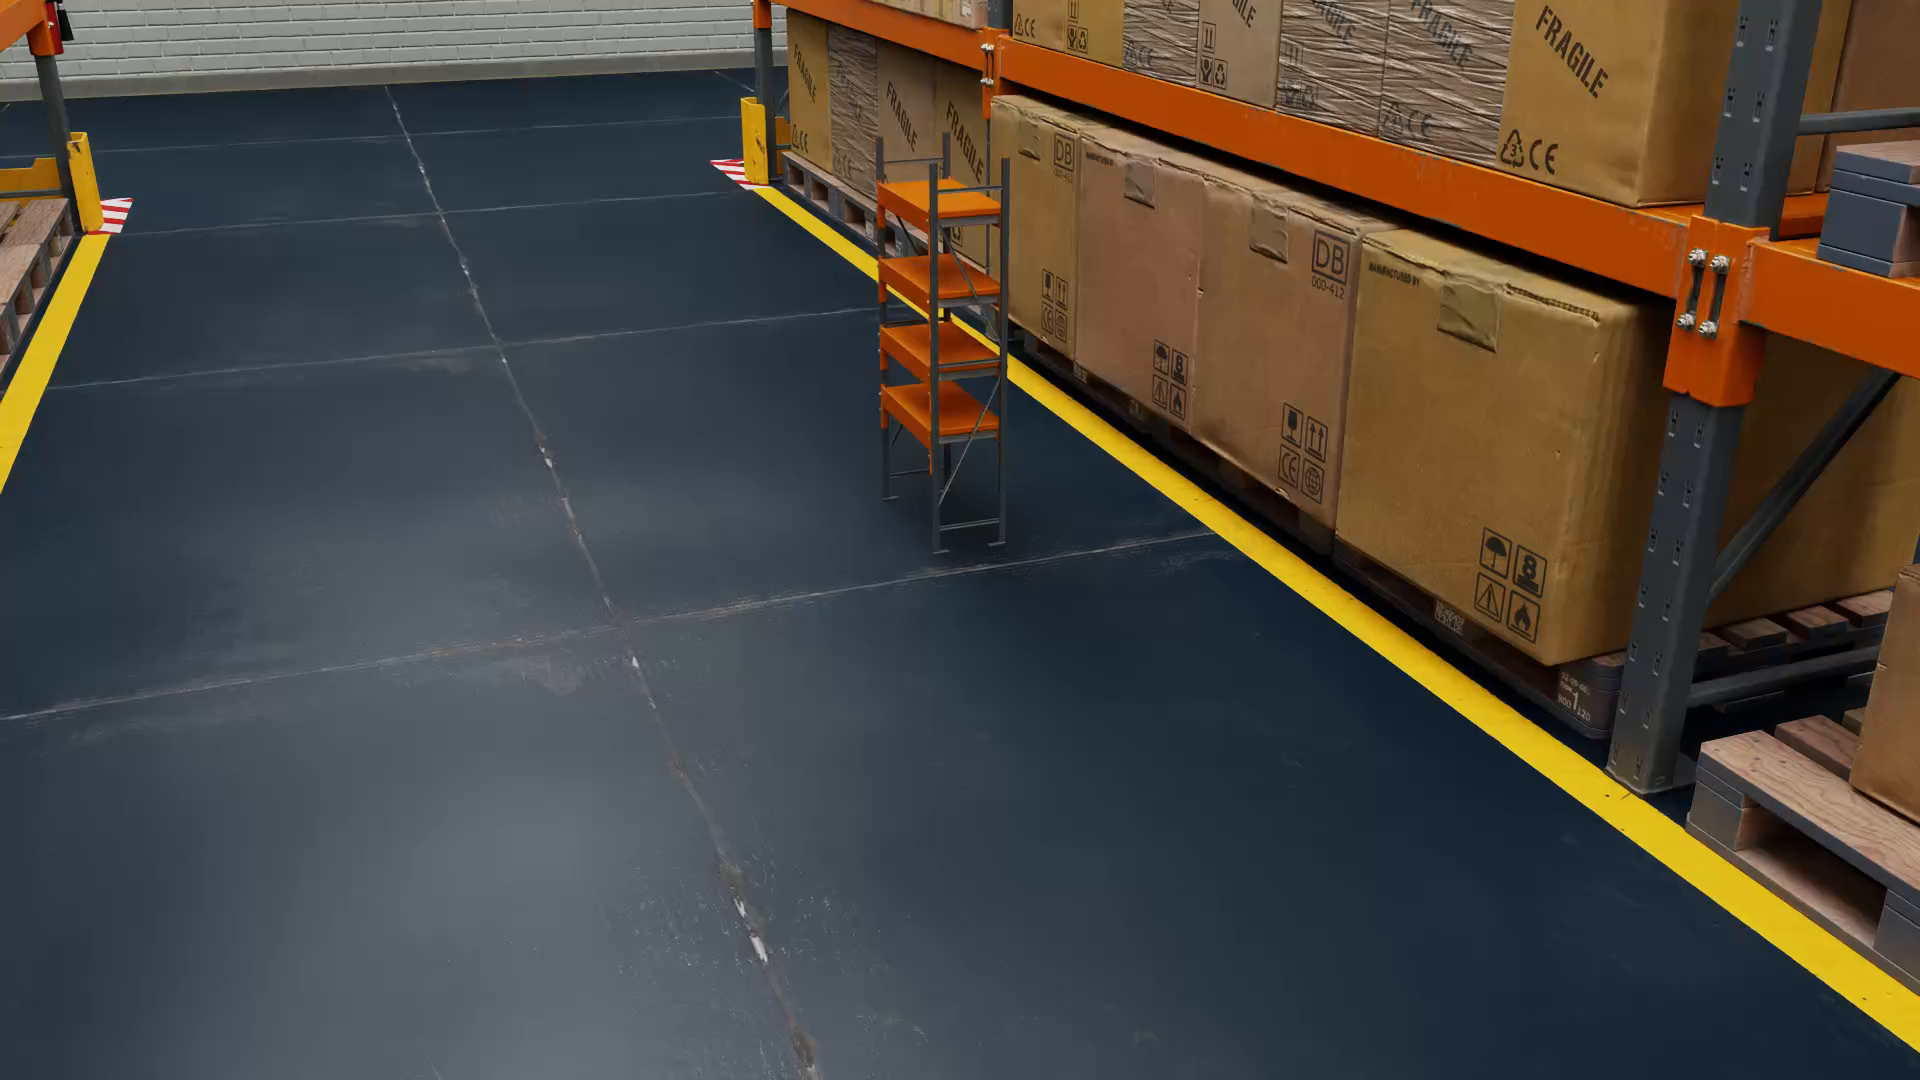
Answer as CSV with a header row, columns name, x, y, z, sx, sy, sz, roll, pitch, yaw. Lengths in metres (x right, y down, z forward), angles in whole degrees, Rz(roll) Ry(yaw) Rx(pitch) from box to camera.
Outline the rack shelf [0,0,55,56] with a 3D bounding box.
name,x,y,z,sx,sy,sz,roll,pitch,yaw
rack shelf,-4.739,-2.044,7.164,1.077,0.370,4.000,-8,24,-19

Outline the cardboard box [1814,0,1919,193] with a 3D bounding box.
name,x,y,z,sx,sy,sz,roll,pitch,yaw
cardboard box,2.097,-1.135,3.953,0.500,0.500,0.500,-8,24,-17

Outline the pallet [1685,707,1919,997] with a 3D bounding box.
name,x,y,z,sx,sy,sz,roll,pitch,yaw
pallet,2.289,0.694,3.332,1.003,0.211,1.213,-8,24,-19

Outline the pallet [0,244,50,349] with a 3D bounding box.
name,x,y,z,sx,sy,sz,roll,pitch,yaw
pallet,-4.763,-1.070,7.517,1.003,0.211,1.213,-8,24,-19

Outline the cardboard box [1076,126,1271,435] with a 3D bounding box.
name,x,y,z,sx,sy,sz,roll,pitch,yaw
cardboard box,1.162,-0.989,5.929,1.225,0.875,0.875,-9,25,-21

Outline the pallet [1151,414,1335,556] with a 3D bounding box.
name,x,y,z,sx,sy,sz,roll,pitch,yaw
pallet,1.379,-0.330,5.760,1.003,0.211,1.213,-8,24,-19

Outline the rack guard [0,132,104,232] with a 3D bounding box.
name,x,y,z,sx,sy,sz,roll,pitch,yaw
rack guard,-5.466,-1.958,9.251,1.175,0.500,0.348,-8,24,-19

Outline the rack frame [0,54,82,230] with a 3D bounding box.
name,x,y,z,sx,sy,sz,roll,pitch,yaw
rack frame,-5.446,-3.102,8.749,1.000,3.000,0.127,-8,24,-19

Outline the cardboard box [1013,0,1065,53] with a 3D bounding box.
name,x,y,z,sx,sy,sz,roll,pitch,yaw
cardboard box,0.530,-2.173,6.416,0.500,0.500,0.500,-8,24,-19

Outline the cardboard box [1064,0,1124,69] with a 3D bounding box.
name,x,y,z,sx,sy,sz,roll,pitch,yaw
cardboard box,0.708,-1.991,5.982,0.500,0.500,0.500,-8,24,-19

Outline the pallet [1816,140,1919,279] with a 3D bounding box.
name,x,y,z,sx,sy,sz,roll,pitch,yaw
pallet,2.366,-0.543,2.922,1.213,0.211,1.003,-8,24,-19

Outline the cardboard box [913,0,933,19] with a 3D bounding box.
name,x,y,z,sx,sy,sz,roll,pitch,yaw
cardboard box,0.005,-2.466,7.561,0.380,0.149,0.250,-9,24,-20

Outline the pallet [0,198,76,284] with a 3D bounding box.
name,x,y,z,sx,sy,sz,roll,pitch,yaw
pallet,-5.191,-1.513,8.567,1.003,0.211,1.213,-8,24,-19

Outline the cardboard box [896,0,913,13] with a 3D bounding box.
name,x,y,z,sx,sy,sz,roll,pitch,yaw
cardboard box,-0.086,-2.559,7.783,0.380,0.149,0.250,-8,24,-18

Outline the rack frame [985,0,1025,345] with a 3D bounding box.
name,x,y,z,sx,sy,sz,roll,pitch,yaw
rack frame,0.601,-2.329,6.913,1.000,3.000,0.127,-8,24,-19

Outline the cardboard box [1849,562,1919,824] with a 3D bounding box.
name,x,y,z,sx,sy,sz,roll,pitch,yaw
cardboard box,2.270,0.315,3.294,0.700,0.500,0.500,-10,25,-22

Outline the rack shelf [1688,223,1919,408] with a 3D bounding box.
name,x,y,z,sx,sy,sz,roll,pitch,yaw
rack shelf,2.721,0.183,1.880,1.077,0.370,4.000,-8,24,-19

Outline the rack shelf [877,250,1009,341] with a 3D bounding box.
name,x,y,z,sx,sy,sz,roll,pitch,yaw
rack shelf,-0.058,-0.757,5.099,0.258,0.148,0.480,-8,24,-19

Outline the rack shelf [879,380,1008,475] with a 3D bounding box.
name,x,y,z,sx,sy,sz,roll,pitch,yaw
rack shelf,-0.058,-0.368,5.263,0.258,0.148,0.480,-8,24,-19

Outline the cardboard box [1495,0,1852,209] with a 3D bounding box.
name,x,y,z,sx,sy,sz,roll,pitch,yaw
cardboard box,1.608,-1.067,3.790,0.500,0.500,0.500,-8,24,-17

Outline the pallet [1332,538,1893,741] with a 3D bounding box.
name,x,y,z,sx,sy,sz,roll,pitch,yaw
pallet,1.806,0.113,4.710,1.003,0.211,1.213,-8,24,-19

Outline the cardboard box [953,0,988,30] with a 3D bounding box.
name,x,y,z,sx,sy,sz,roll,pitch,yaw
cardboard box,0.187,-2.279,7.118,0.380,0.149,0.250,-8,24,-19

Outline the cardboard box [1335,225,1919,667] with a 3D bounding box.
name,x,y,z,sx,sy,sz,roll,pitch,yaw
cardboard box,1.790,-0.343,4.397,1.225,0.875,0.875,-10,25,-21

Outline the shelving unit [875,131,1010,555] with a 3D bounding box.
name,x,y,z,sx,sy,sz,roll,pitch,yaw
shelving unit,-0.058,-0.613,5.160,0.258,1.200,0.503,-8,24,-19

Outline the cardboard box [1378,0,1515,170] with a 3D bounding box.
name,x,y,z,sx,sy,sz,roll,pitch,yaw
cardboard box,1.437,-1.249,4.222,0.500,0.500,0.500,-9,24,-19

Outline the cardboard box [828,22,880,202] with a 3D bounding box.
name,x,y,z,sx,sy,sz,roll,pitch,yaw
cardboard box,-0.190,-2.444,9.382,0.875,0.875,0.875,-8,24,-19

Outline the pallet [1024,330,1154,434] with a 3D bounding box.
name,x,y,z,sx,sy,sz,roll,pitch,yaw
pallet,0.944,-0.774,6.814,1.003,0.211,1.213,-8,24,-19

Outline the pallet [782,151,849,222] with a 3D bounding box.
name,x,y,z,sx,sy,sz,roll,pitch,yaw
pallet,-0.456,-2.217,10.239,1.003,0.211,1.213,-8,24,-19

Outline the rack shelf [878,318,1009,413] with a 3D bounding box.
name,x,y,z,sx,sy,sz,roll,pitch,yaw
rack shelf,-0.058,-0.551,5.186,0.258,0.148,0.480,-8,24,-19

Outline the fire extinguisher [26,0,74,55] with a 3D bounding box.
name,x,y,z,sx,sy,sz,roll,pitch,yaw
fire extinguisher,-5.074,-3.012,9.114,0.296,0.674,0.183,-8,24,-19

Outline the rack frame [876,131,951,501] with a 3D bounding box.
name,x,y,z,sx,sy,sz,roll,pitch,yaw
rack frame,-0.145,-0.702,5.370,0.240,1.200,0.015,-8,24,-19

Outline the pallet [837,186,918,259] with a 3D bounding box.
name,x,y,z,sx,sy,sz,roll,pitch,yaw
pallet,-0.029,-1.775,9.189,1.003,0.211,1.213,-8,24,-19

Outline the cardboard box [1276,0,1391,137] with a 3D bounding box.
name,x,y,z,sx,sy,sz,roll,pitch,yaw
cardboard box,1.251,-1.437,4.668,0.500,0.500,0.500,-9,25,-21

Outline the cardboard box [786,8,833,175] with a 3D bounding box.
name,x,y,z,sx,sy,sz,roll,pitch,yaw
cardboard box,-0.511,-2.775,10.167,0.875,0.875,0.875,-8,24,-19

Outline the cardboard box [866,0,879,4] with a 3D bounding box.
name,x,y,z,sx,sy,sz,roll,pitch,yaw
cardboard box,-0.267,-2.746,8.226,0.380,0.149,0.250,-9,24,-20

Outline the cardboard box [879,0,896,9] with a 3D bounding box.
name,x,y,z,sx,sy,sz,roll,pitch,yaw
cardboard box,-0.177,-2.653,8.005,0.380,0.149,0.250,-8,24,-18

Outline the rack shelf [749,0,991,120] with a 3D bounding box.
name,x,y,z,sx,sy,sz,roll,pitch,yaw
rack shelf,-0.105,-2.724,8.777,1.077,0.370,4.000,-8,24,-19

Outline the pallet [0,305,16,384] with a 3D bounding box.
name,x,y,z,sx,sy,sz,roll,pitch,yaw
pallet,-4.329,-0.626,6.463,1.003,0.211,1.213,-8,24,-19

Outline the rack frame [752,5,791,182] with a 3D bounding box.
name,x,y,z,sx,sy,sz,roll,pitch,yaw
rack frame,-0.812,-3.782,10.361,1.000,3.000,0.127,-8,24,-19

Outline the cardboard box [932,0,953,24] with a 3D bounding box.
name,x,y,z,sx,sy,sz,roll,pitch,yaw
cardboard box,0.096,-2.372,7.340,0.380,0.149,0.250,-8,24,-18

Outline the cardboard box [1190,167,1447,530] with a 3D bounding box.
name,x,y,z,sx,sy,sz,roll,pitch,yaw
cardboard box,1.482,-0.668,5.168,1.225,0.875,0.875,-8,24,-19

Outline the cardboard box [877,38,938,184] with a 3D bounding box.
name,x,y,z,sx,sy,sz,roll,pitch,yaw
cardboard box,0.125,-2.121,8.615,0.875,0.875,0.875,-8,24,-19

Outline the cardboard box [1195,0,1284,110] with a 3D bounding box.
name,x,y,z,sx,sy,sz,roll,pitch,yaw
cardboard box,1.072,-1.622,5.107,0.500,0.500,0.500,-8,24,-18

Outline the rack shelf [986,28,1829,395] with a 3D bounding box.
name,x,y,z,sx,sy,sz,roll,pitch,yaw
rack shelf,1.308,-1.270,5.328,1.077,0.370,4.000,-8,24,-19

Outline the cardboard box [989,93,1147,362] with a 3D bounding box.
name,x,y,z,sx,sy,sz,roll,pitch,yaw
cardboard box,0.846,-1.313,6.699,1.225,0.875,0.875,-8,24,-19

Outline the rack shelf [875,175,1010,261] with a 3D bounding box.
name,x,y,z,sx,sy,sz,roll,pitch,yaw
rack shelf,-0.058,-0.975,5.007,0.258,0.148,0.480,-8,24,-19

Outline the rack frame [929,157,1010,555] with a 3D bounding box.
name,x,y,z,sx,sy,sz,roll,pitch,yaw
rack frame,0.028,-0.524,4.949,0.240,1.200,0.015,-8,24,-19

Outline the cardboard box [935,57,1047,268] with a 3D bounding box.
name,x,y,z,sx,sy,sz,roll,pitch,yaw
cardboard box,0.443,-1.794,7.839,0.875,0.875,0.875,-8,24,-19

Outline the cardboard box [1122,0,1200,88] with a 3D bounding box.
name,x,y,z,sx,sy,sz,roll,pitch,yaw
cardboard box,0.885,-1.809,5.551,0.500,0.500,0.500,-9,24,-20

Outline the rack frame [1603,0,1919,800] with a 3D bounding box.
name,x,y,z,sx,sy,sz,roll,pitch,yaw
rack frame,2.014,-0.875,3.465,1.000,3.000,0.127,-8,24,-19

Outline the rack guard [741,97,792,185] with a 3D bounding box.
name,x,y,z,sx,sy,sz,roll,pitch,yaw
rack guard,-0.820,-2.639,10.867,1.175,0.500,0.348,-8,24,-19

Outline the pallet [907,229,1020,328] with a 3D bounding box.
name,x,y,z,sx,sy,sz,roll,pitch,yaw
pallet,0.406,-1.331,8.135,1.003,0.211,1.213,-8,24,-19
